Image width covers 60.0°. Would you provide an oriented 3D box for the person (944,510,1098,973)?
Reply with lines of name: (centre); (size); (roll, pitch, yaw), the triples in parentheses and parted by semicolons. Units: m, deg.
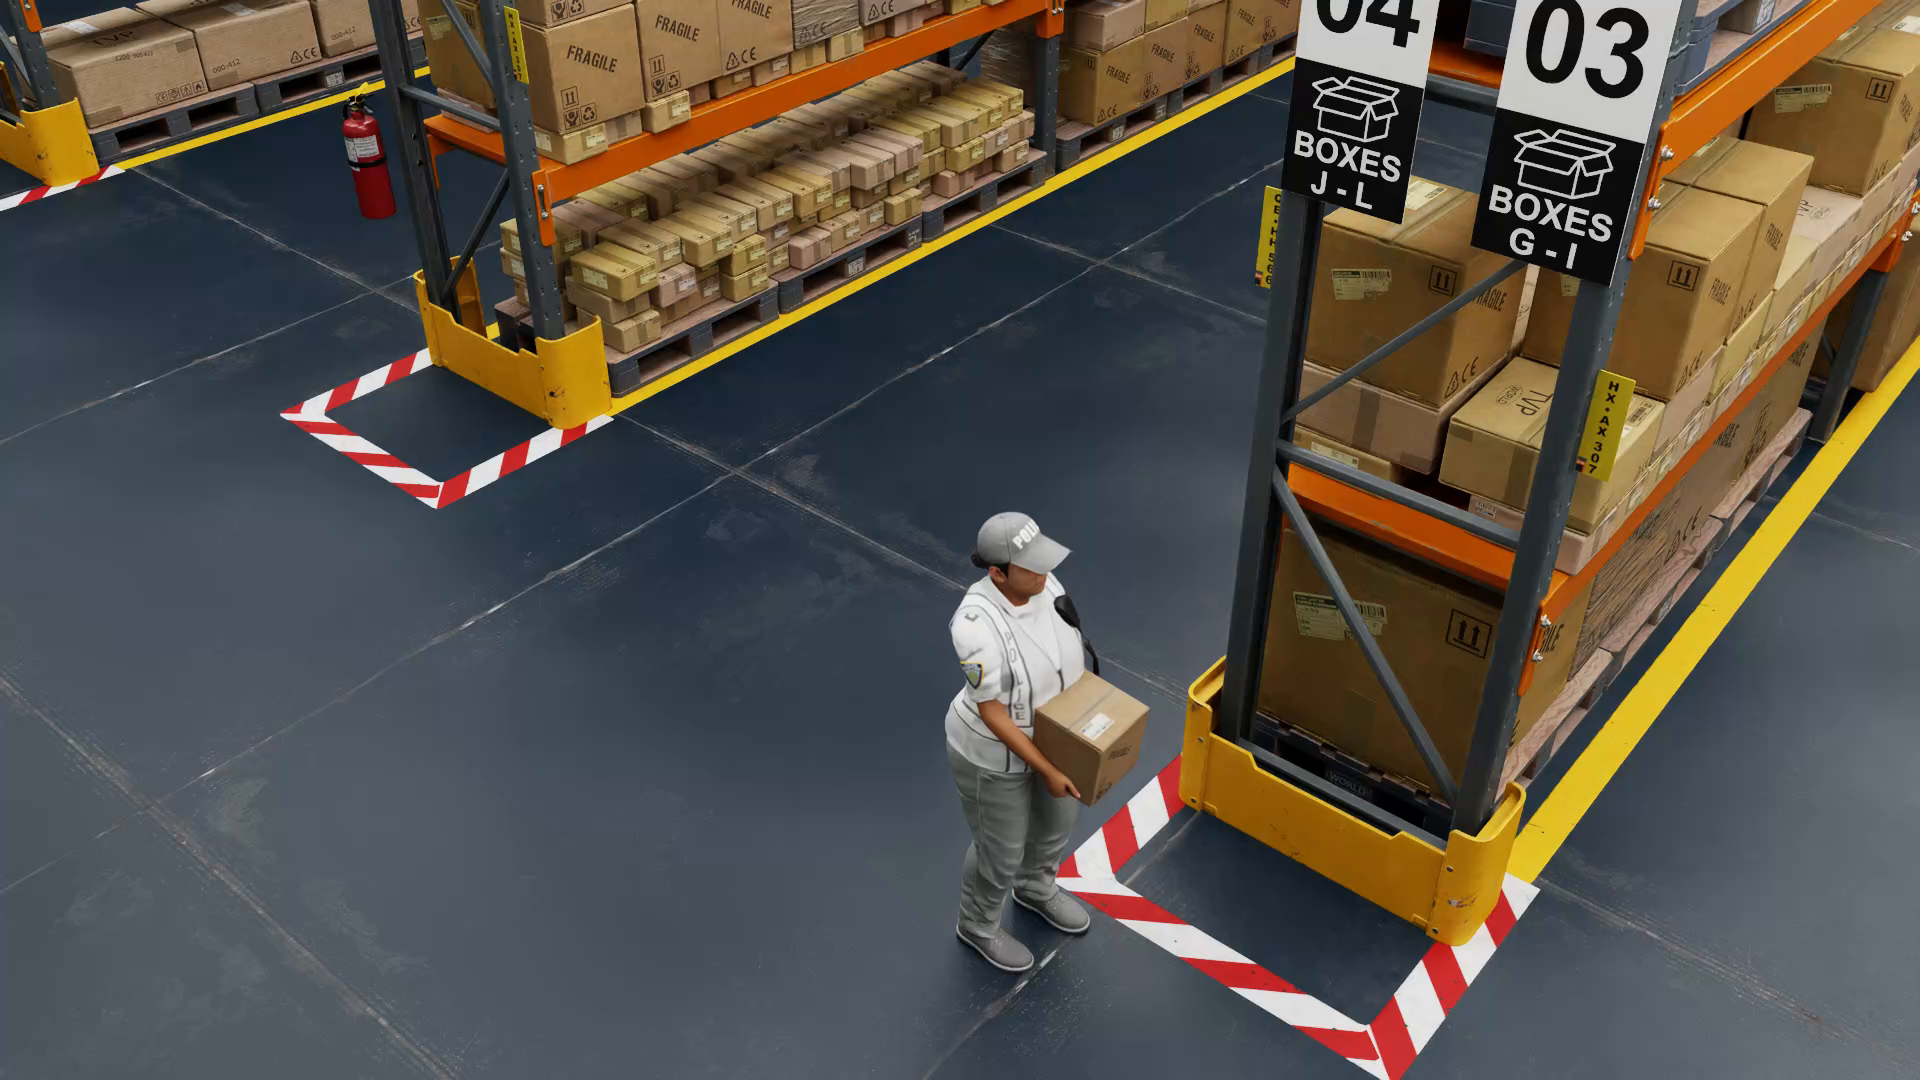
person: (0.233, 0.654, 5.226); (0.534, 1.653, 0.453); (24, 42, 30)
